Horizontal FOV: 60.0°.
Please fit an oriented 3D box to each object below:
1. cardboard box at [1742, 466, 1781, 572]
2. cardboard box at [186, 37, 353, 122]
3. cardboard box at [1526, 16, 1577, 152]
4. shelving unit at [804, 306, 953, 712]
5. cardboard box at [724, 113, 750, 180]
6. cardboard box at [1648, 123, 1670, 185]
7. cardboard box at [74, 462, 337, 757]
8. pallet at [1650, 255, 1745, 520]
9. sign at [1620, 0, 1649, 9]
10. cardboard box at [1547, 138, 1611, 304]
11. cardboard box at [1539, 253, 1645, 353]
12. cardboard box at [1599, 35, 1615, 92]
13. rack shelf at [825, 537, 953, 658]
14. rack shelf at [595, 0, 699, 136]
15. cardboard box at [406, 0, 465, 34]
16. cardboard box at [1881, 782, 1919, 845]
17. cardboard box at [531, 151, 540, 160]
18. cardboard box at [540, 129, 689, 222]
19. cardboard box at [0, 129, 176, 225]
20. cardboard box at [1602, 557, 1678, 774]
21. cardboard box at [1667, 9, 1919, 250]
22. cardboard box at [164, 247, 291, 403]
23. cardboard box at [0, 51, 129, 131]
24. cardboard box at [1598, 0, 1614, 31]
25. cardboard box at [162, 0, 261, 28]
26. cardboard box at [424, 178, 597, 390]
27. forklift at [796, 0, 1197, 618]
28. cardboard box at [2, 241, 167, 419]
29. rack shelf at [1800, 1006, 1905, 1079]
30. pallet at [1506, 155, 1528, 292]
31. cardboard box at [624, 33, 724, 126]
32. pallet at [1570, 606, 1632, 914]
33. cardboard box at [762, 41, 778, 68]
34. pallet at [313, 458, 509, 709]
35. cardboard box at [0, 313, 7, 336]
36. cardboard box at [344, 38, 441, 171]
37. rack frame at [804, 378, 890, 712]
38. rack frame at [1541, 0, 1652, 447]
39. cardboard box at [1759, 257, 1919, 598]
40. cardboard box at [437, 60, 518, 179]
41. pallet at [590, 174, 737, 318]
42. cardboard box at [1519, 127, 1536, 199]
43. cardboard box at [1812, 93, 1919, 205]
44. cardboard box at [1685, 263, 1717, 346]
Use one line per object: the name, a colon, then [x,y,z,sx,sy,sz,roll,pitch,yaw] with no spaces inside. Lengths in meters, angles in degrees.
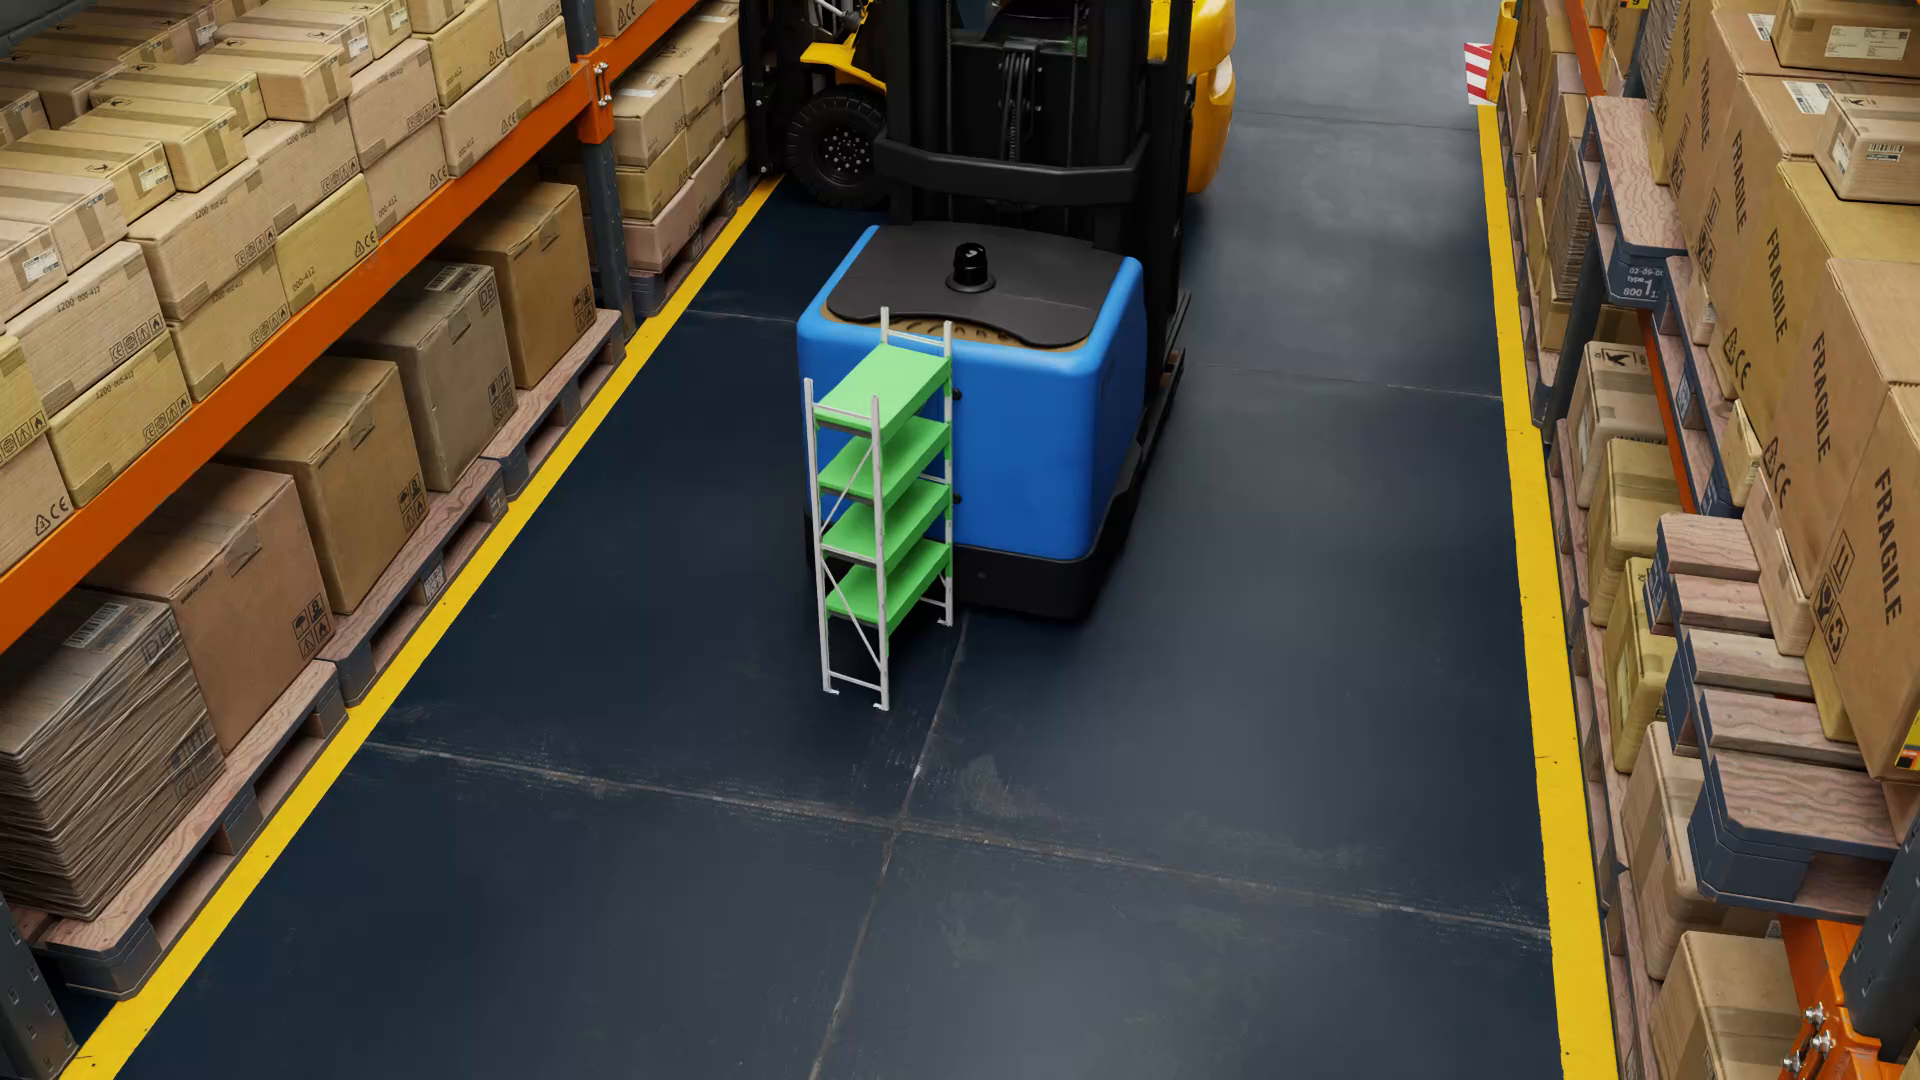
cardboard box: [1.923,-0.018,3.575,0.380,0.149,0.250,6,36,8]
cardboard box: [-2.052,-1.371,4.948,0.380,0.149,0.250,6,36,9]
cardboard box: [3.064,-2.195,8.068,0.500,0.500,0.500,8,37,11]
shelving unit: [-0.240,-0.084,5.344,0.258,1.200,0.503,15,39,20]
cardboard box: [-1.356,-2.072,8.538,0.500,0.250,0.500,8,37,11]
cardboard box: [2.391,-1.219,5.232,0.380,0.149,0.250,8,37,11]
cardboard box: [-2.546,0.164,5.134,0.875,0.625,0.625,8,37,11]
pallet: [2.408,-0.339,4.325,1.003,0.211,1.213,7,37,10]
sign: [2.348,-1.984,5.693,0.100,0.325,0.005,7,37,10]
cardboard box: [2.744,-1.303,6.838,0.500,0.500,0.500,7,36,9]
cardboard box: [2.743,-0.999,7.057,0.500,0.250,0.500,9,37,12]
cardboard box: [2.697,-1.834,6.439,0.380,0.149,0.250,8,37,11]
rack shelf: [-0.240,0.162,5.522,0.258,0.148,0.480,15,39,20]
rack shelf: [-1.543,-3.045,8.508,1.077,0.370,4.000,7,37,10]
cardboard box: [-1.894,-1.818,5.564,0.380,0.149,0.250,6,36,9]
cardboard box: [1.865,0.438,2.946,0.380,0.149,0.250,9,37,12]
cardboard box: [-2.054,-1.958,7.528,0.500,0.250,0.500,8,37,11]
cardboard box: [-1.566,-1.687,7.581,0.500,0.250,0.500,7,37,10]
cardboard box: [-2.316,-0.948,4.364,0.380,0.149,0.250,8,37,10]
cardboard box: [2.473,0.437,4.973,0.950,0.372,0.625,8,37,12]
cardboard box: [2.274,-1.099,4.513,0.500,0.500,0.500,7,37,10]
cardboard box: [-2.276,-0.643,4.709,0.500,0.250,0.500,6,36,8]
cardboard box: [-2.644,-1.294,4.841,0.380,0.149,0.250,8,37,11]
cardboard box: [2.835,-2.312,6.546,0.500,0.500,0.500,9,37,12]
cardboard box: [-2.530,-1.739,5.456,0.380,0.149,0.250,7,37,10]
cardboard box: [-2.071,-1.098,6.874,0.875,0.625,0.625,9,37,12]
forklift: [0.339,-1.782,6.211,1.130,2.935,3.031,9,37,13]
cardboard box: [-2.383,-0.549,4.153,0.500,0.250,0.500,8,37,11]
rack shelf: [1.598,2.162,1.325,1.077,0.370,4.000,7,37,10]
pallet: [3.247,-1.532,8.183,1.003,0.211,1.213,7,37,10]
cardboard box: [-1.442,-2.181,7.836,0.500,0.250,0.500,7,37,10]
pallet: [2.456,0.708,5.094,1.003,0.211,1.213,7,37,10]
cardboard box: [-1.233,-2.553,8.775,0.500,0.250,0.500,7,37,10]
pallet: [-2.348,0.068,5.976,1.003,0.211,1.213,7,37,10]
cardboard box: [-2.413,-0.499,3.744,0.380,0.149,0.250,8,37,11]
cardboard box: [-2.043,-1.430,5.368,0.500,0.250,0.500,8,37,11]
rack frame: [-0.344,0.045,5.165,0.240,1.200,0.015,15,39,20]
rack frame: [2.879,-1.570,5.860,1.000,3.000,0.127,7,37,10]
cardboard box: [1.950,-0.201,3.274,0.500,0.500,0.500,7,36,9]
cardboard box: [-1.925,-1.518,5.917,0.500,0.250,0.500,7,37,10]
pallet: [-1.760,-1.511,8.155,1.003,0.211,1.213,7,37,10]
cardboard box: [3.071,-1.886,8.281,0.500,0.250,0.500,10,37,13]
cardboard box: [2.099,-0.843,3.608,0.380,0.149,0.250,6,36,8]
cardboard box: [2.147,-0.617,4.401,0.380,0.149,0.250,9,37,12]
